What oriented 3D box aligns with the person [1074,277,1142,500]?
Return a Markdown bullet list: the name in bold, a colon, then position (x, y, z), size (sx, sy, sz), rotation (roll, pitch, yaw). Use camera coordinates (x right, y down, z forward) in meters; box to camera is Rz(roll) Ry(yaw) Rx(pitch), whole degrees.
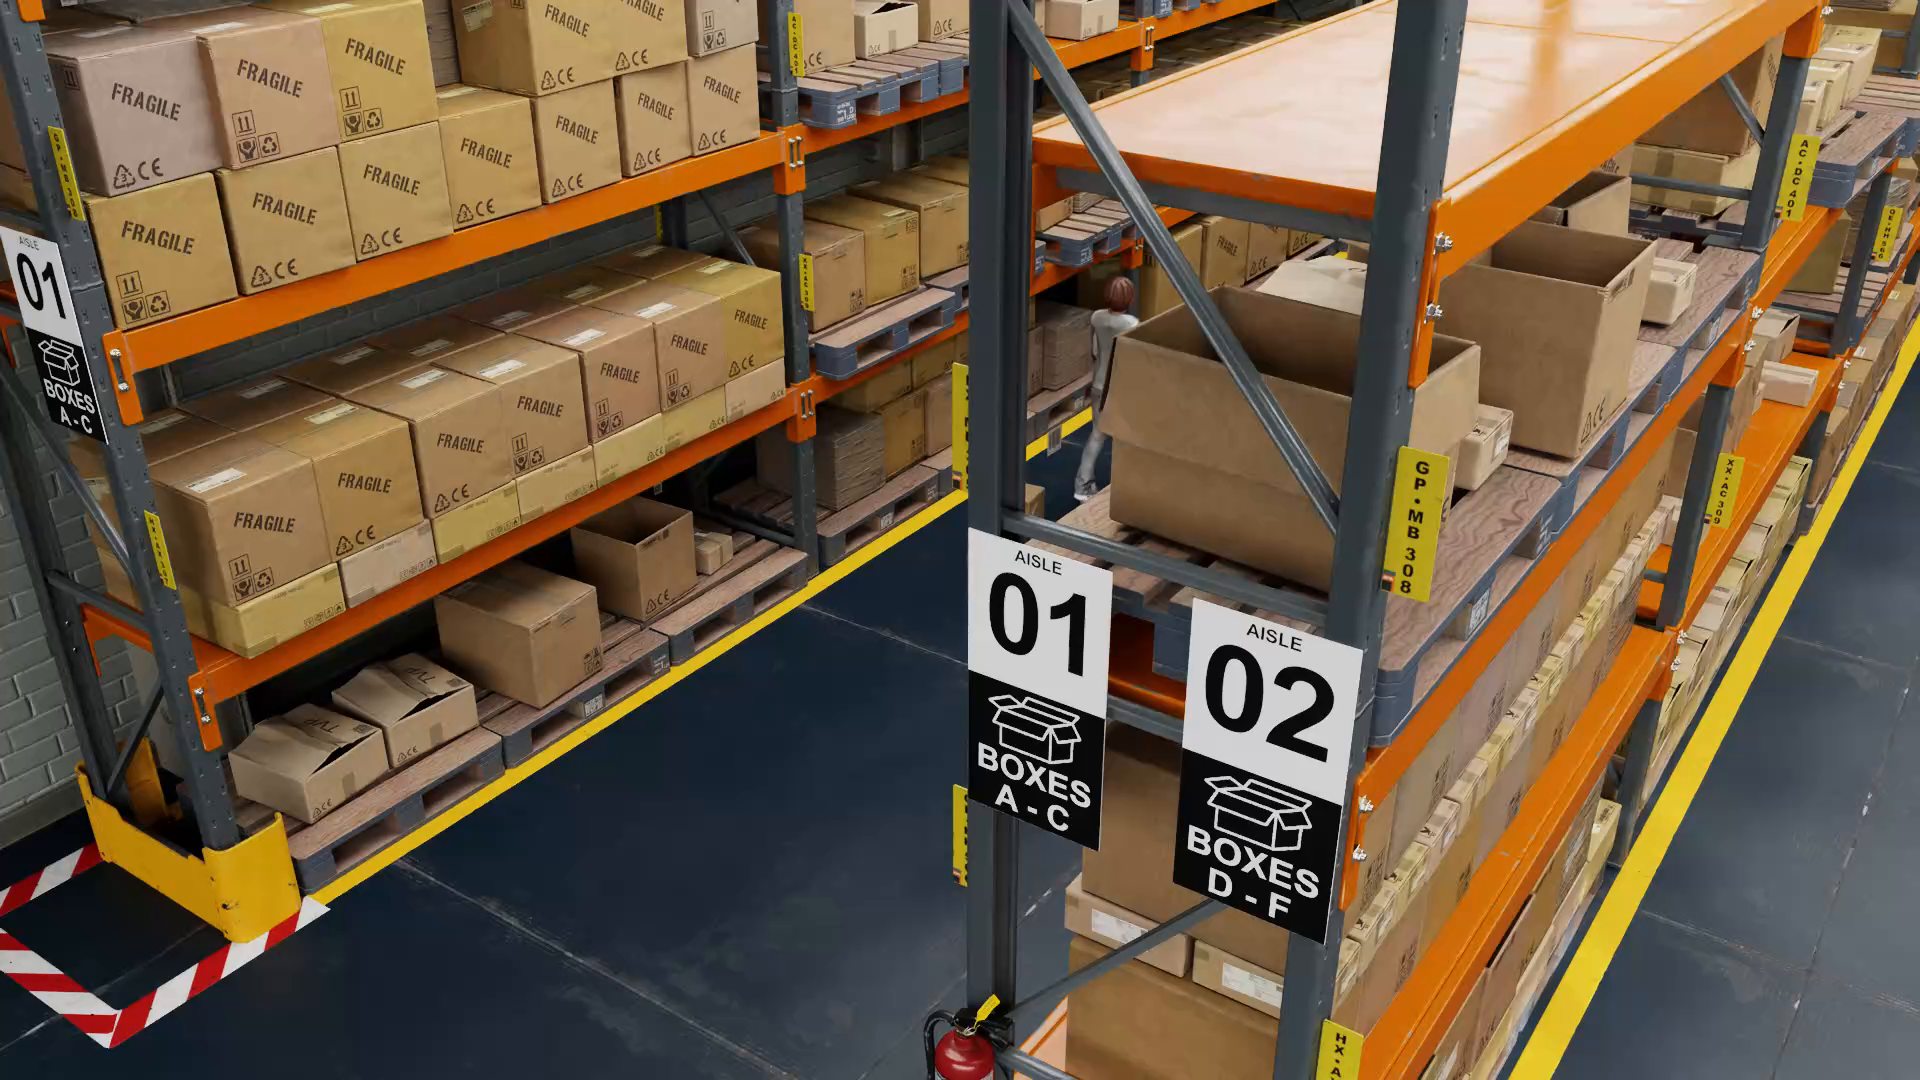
- **person**: position (1.083, -1.054, 11.157), size (0.419, 1.550, 0.849), rotation (17, 32, 29)
